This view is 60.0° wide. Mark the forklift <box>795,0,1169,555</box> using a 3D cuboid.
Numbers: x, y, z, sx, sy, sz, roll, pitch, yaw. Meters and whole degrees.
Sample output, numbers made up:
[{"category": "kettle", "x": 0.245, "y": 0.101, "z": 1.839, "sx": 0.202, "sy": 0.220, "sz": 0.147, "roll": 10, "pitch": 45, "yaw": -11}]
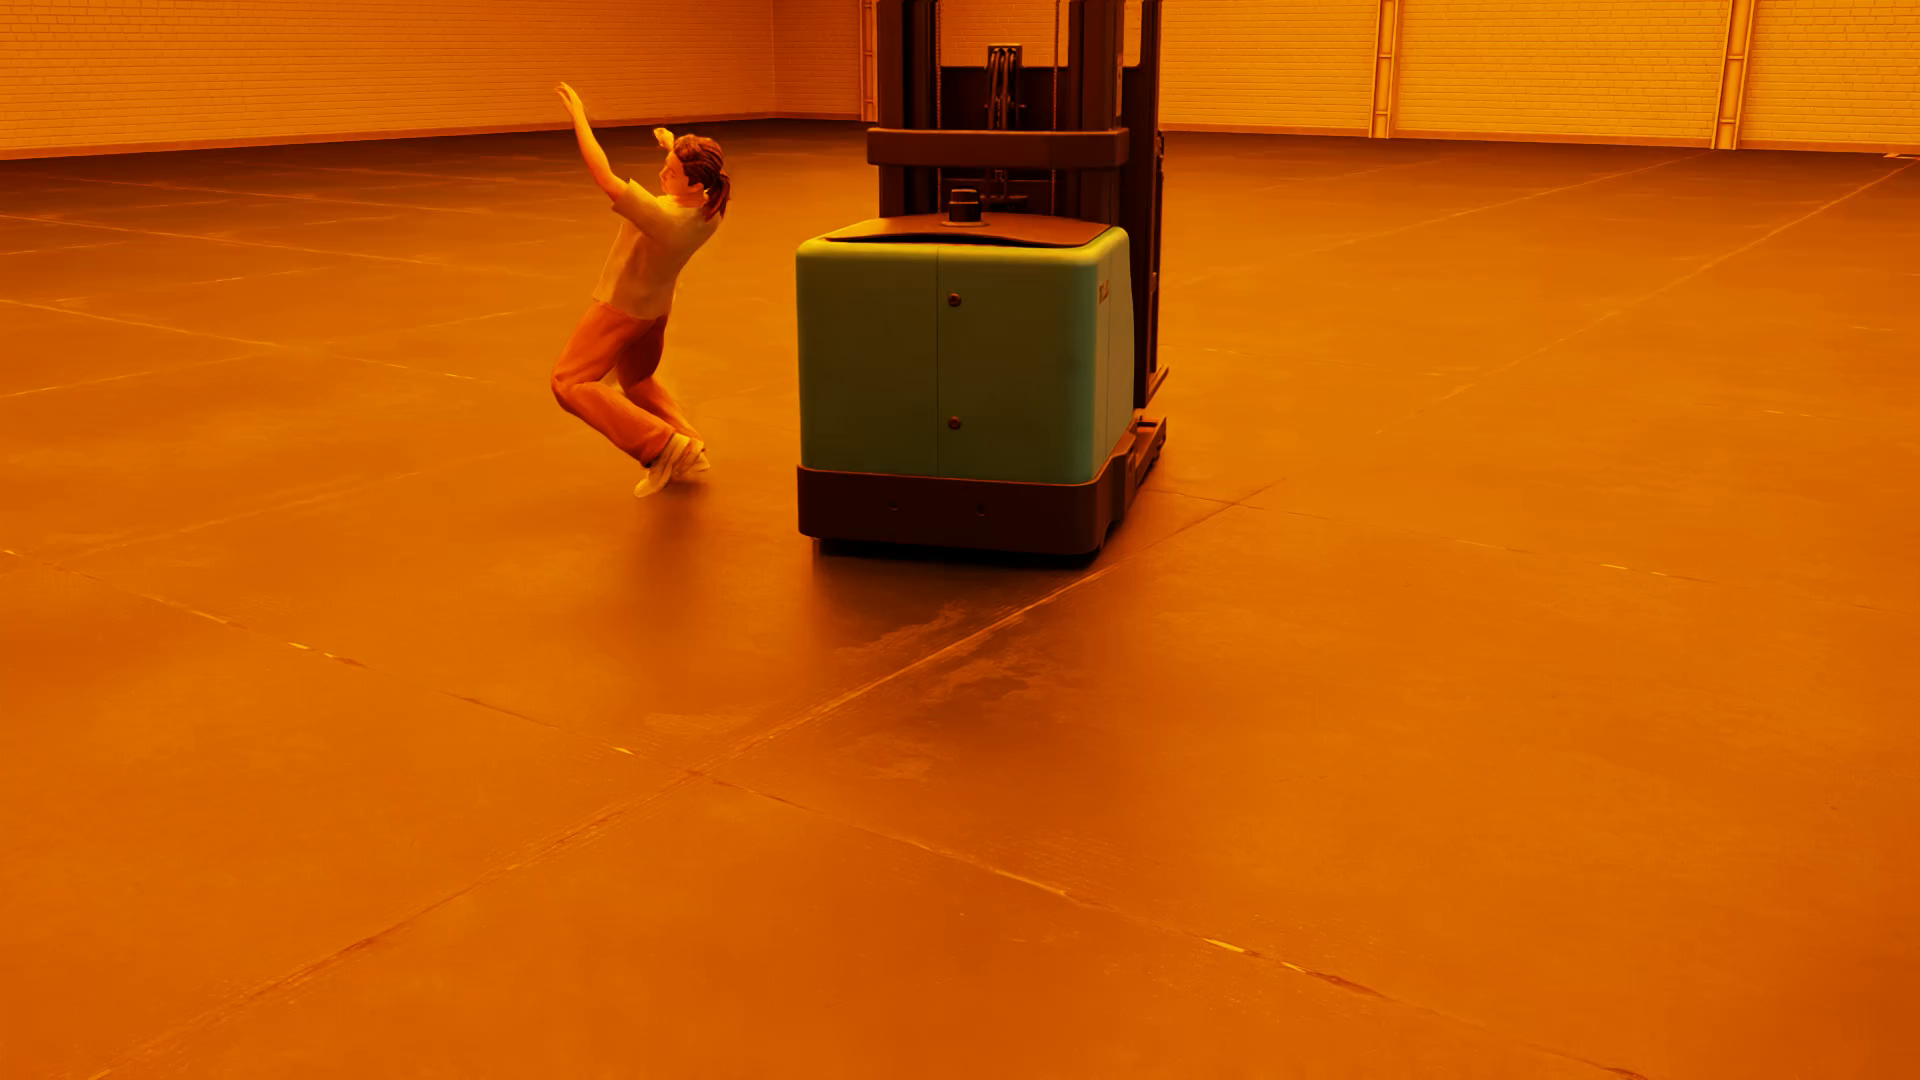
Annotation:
[{"category": "forklift", "x": 0.277, "y": -1.735, "z": 6.636, "sx": 1.130, "sy": 2.935, "sz": 3.031, "roll": 4, "pitch": 17, "yaw": 13}]

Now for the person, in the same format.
[{"category": "person", "x": -1.139, "y": -0.996, "z": 6.509, "sx": 0.659, "sy": 1.549, "sz": 0.941, "roll": 4, "pitch": 17, "yaw": 14}]
